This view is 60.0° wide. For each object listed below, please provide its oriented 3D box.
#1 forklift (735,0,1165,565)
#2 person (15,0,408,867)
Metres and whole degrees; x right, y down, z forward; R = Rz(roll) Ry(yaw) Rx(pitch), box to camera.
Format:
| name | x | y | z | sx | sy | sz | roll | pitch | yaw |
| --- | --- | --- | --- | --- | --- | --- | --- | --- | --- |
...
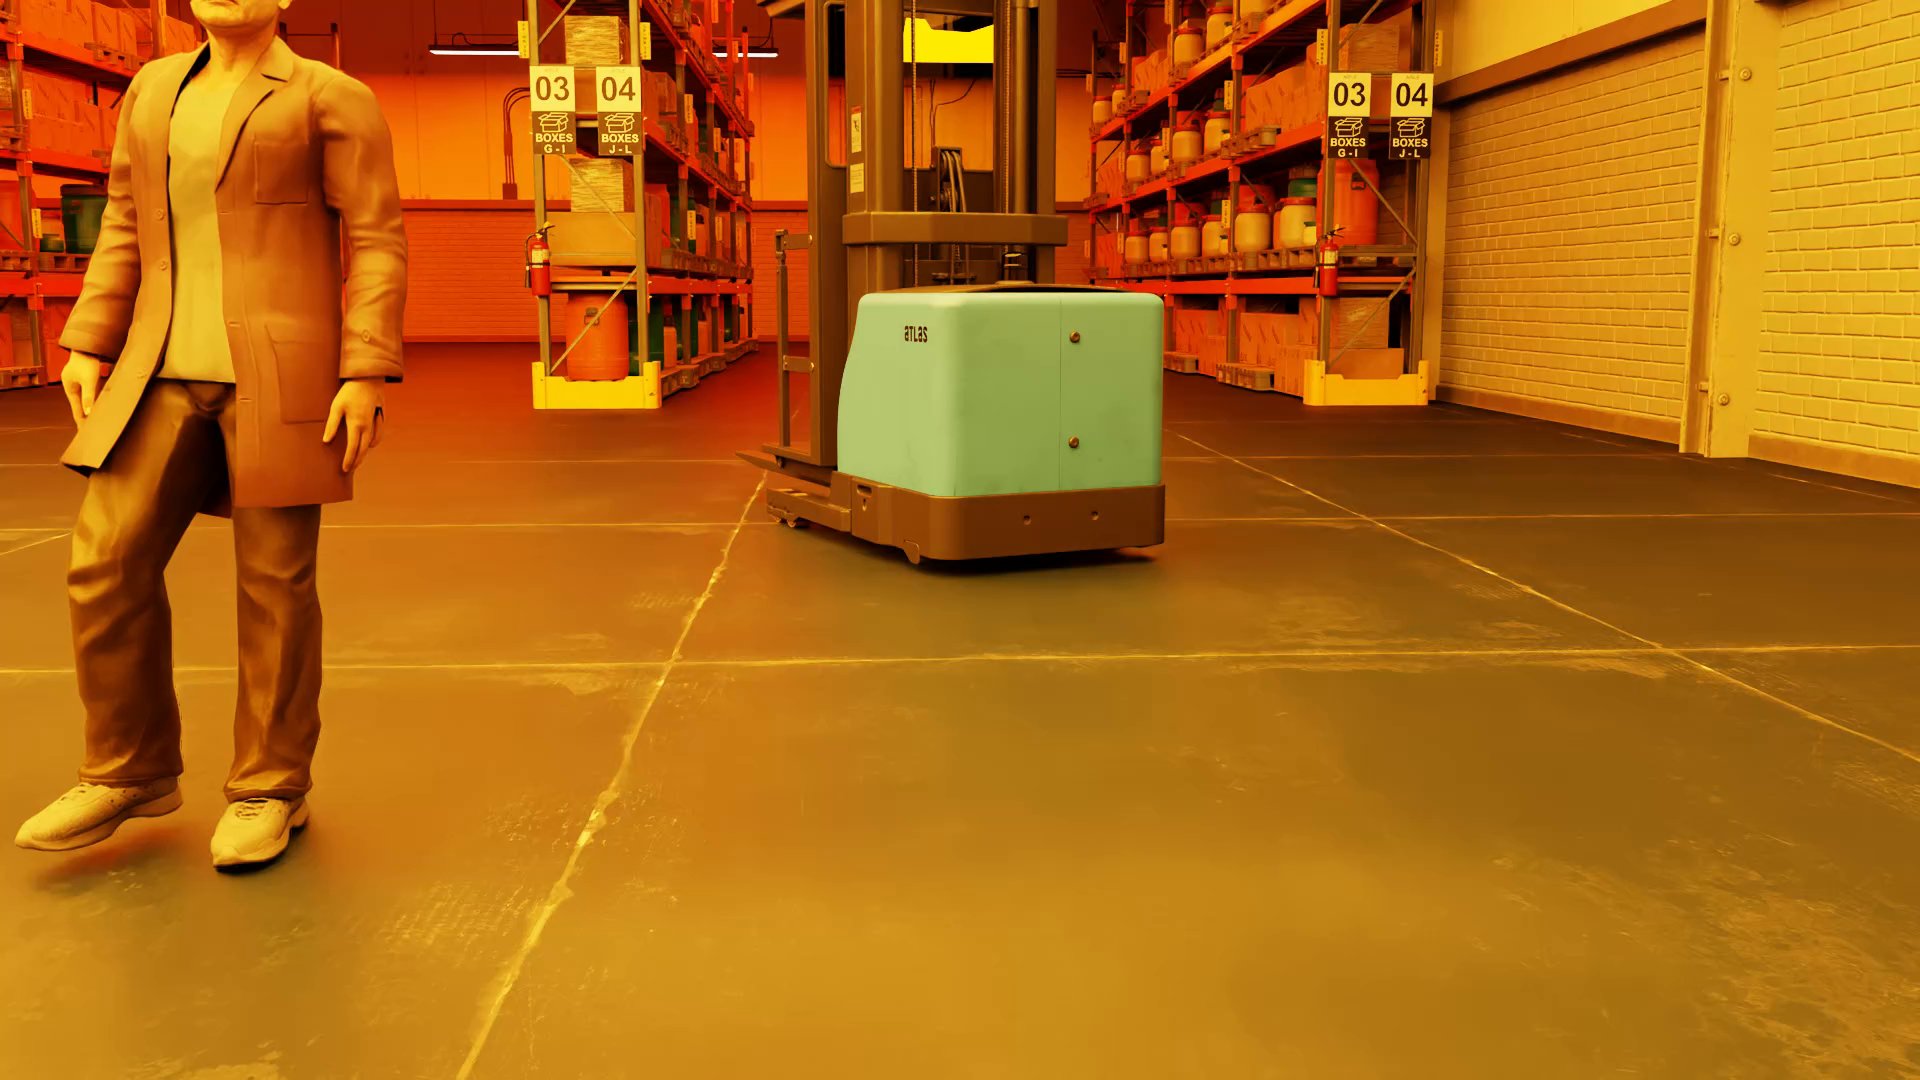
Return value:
| name | x | y | z | sx | sy | sz | roll | pitch | yaw |
| --- | --- | --- | --- | --- | --- | --- | --- | --- | --- |
| forklift | -0.264 | -1.530 | 7.637 | 1.130 | 2.935 | 3.031 | -4 | 9 | -25 |
| person | -1.424 | -0.285 | 3.154 | 0.690 | 1.785 | 0.554 | 1 | 9 | 8 |
